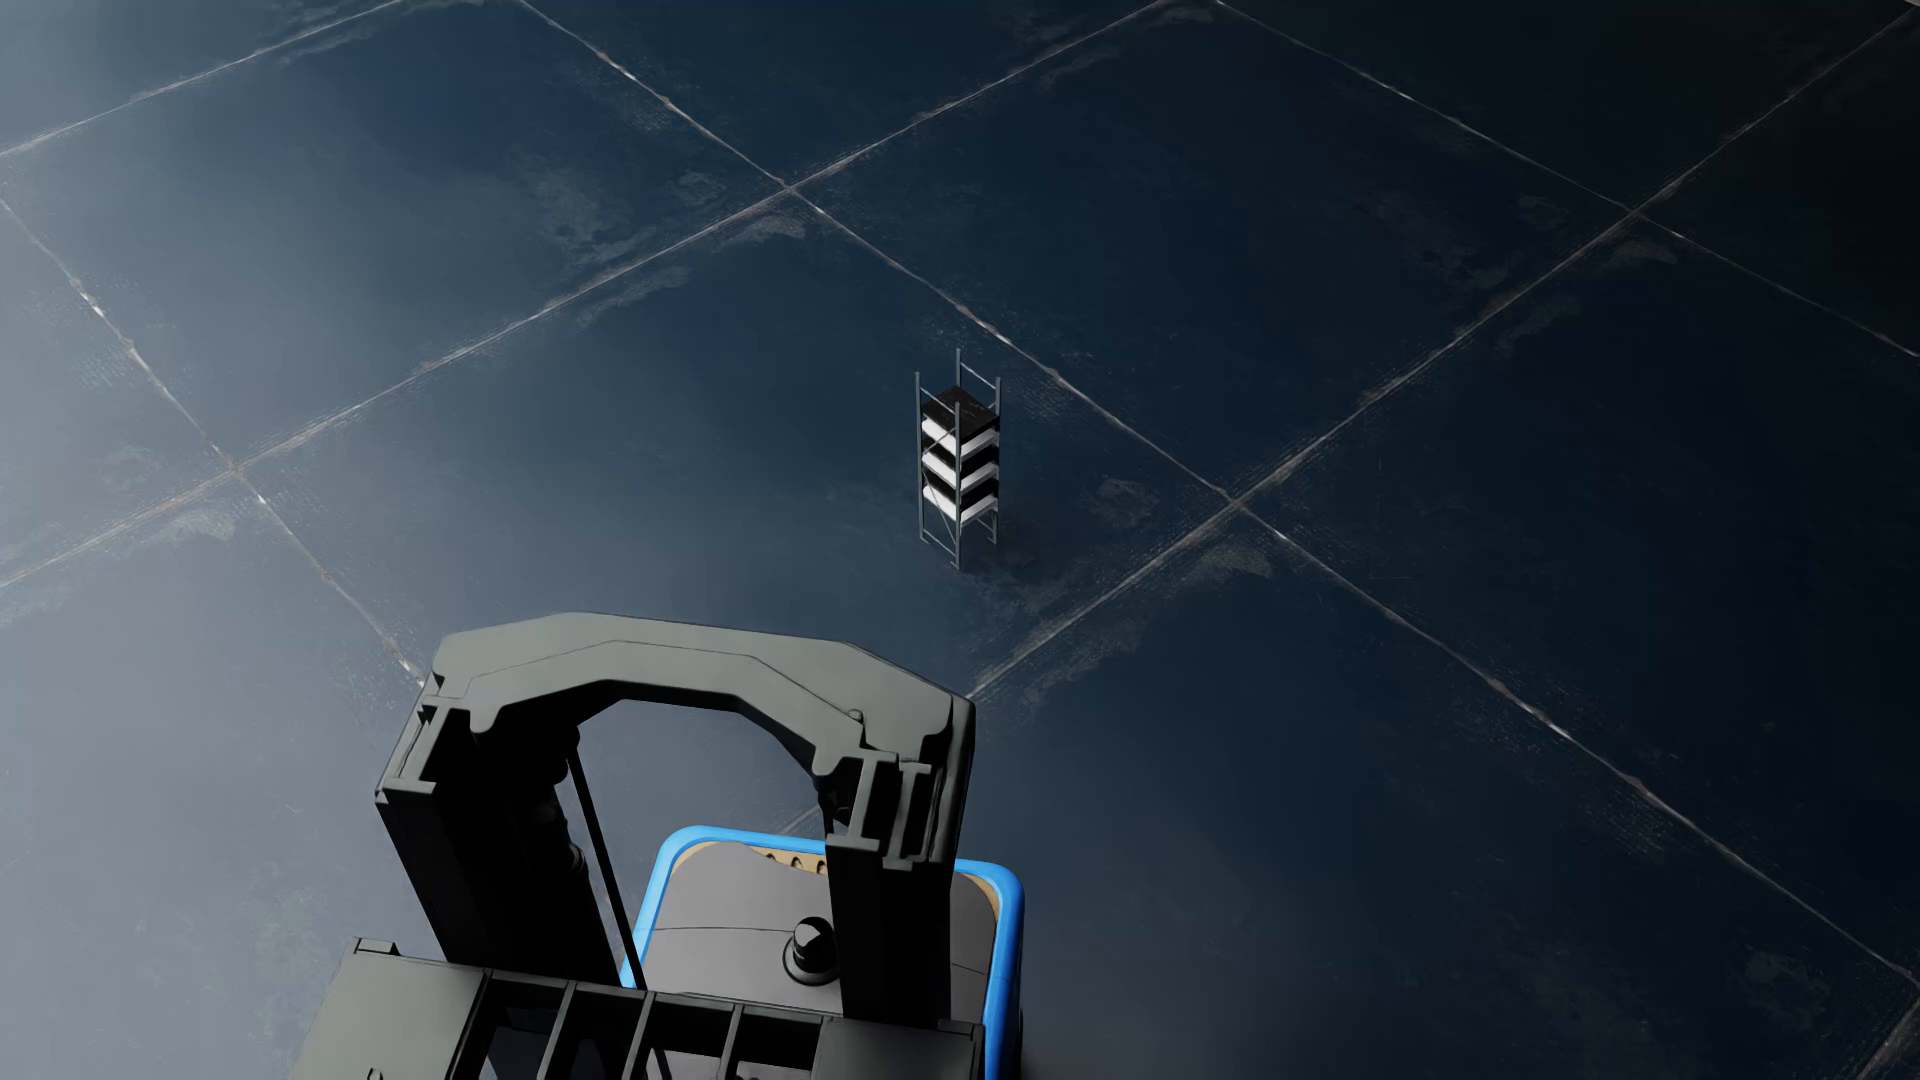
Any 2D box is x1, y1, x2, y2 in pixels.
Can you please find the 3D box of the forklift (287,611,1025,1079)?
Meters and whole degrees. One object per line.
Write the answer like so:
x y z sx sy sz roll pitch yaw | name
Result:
-0.538 1.645 3.291 1.130 2.935 3.031 6 48 6 | forklift

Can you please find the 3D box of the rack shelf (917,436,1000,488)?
-0.006 -0.340 6.427 0.200 0.077 0.258 -34 56 -27 | rack shelf

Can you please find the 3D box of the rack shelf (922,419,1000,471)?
-0.006 -0.401 6.361 0.200 0.077 0.258 -34 56 -27 | rack shelf

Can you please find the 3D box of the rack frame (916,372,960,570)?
-0.081 -0.251 6.422 0.006 0.900 0.240 -34 56 -27 | rack frame

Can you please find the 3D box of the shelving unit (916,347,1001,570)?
-0.006 -0.301 6.469 0.210 0.900 0.258 -34 56 -27 | shelving unit

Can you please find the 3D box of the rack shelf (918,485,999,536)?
-0.006 -0.156 6.626 0.200 0.077 0.258 -34 56 -27 | rack shelf

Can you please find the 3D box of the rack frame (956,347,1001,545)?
0.069 -0.351 6.515 0.006 0.900 0.240 -34 56 -27 | rack frame

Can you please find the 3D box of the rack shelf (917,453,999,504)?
-0.006 -0.279 6.493 0.200 0.077 0.258 -34 56 -27 | rack shelf

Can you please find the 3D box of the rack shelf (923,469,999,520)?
-0.006 -0.218 6.559 0.200 0.077 0.258 -34 56 -27 | rack shelf

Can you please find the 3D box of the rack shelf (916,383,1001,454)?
-0.006 -0.462 6.295 0.200 0.077 0.258 -34 56 -27 | rack shelf
